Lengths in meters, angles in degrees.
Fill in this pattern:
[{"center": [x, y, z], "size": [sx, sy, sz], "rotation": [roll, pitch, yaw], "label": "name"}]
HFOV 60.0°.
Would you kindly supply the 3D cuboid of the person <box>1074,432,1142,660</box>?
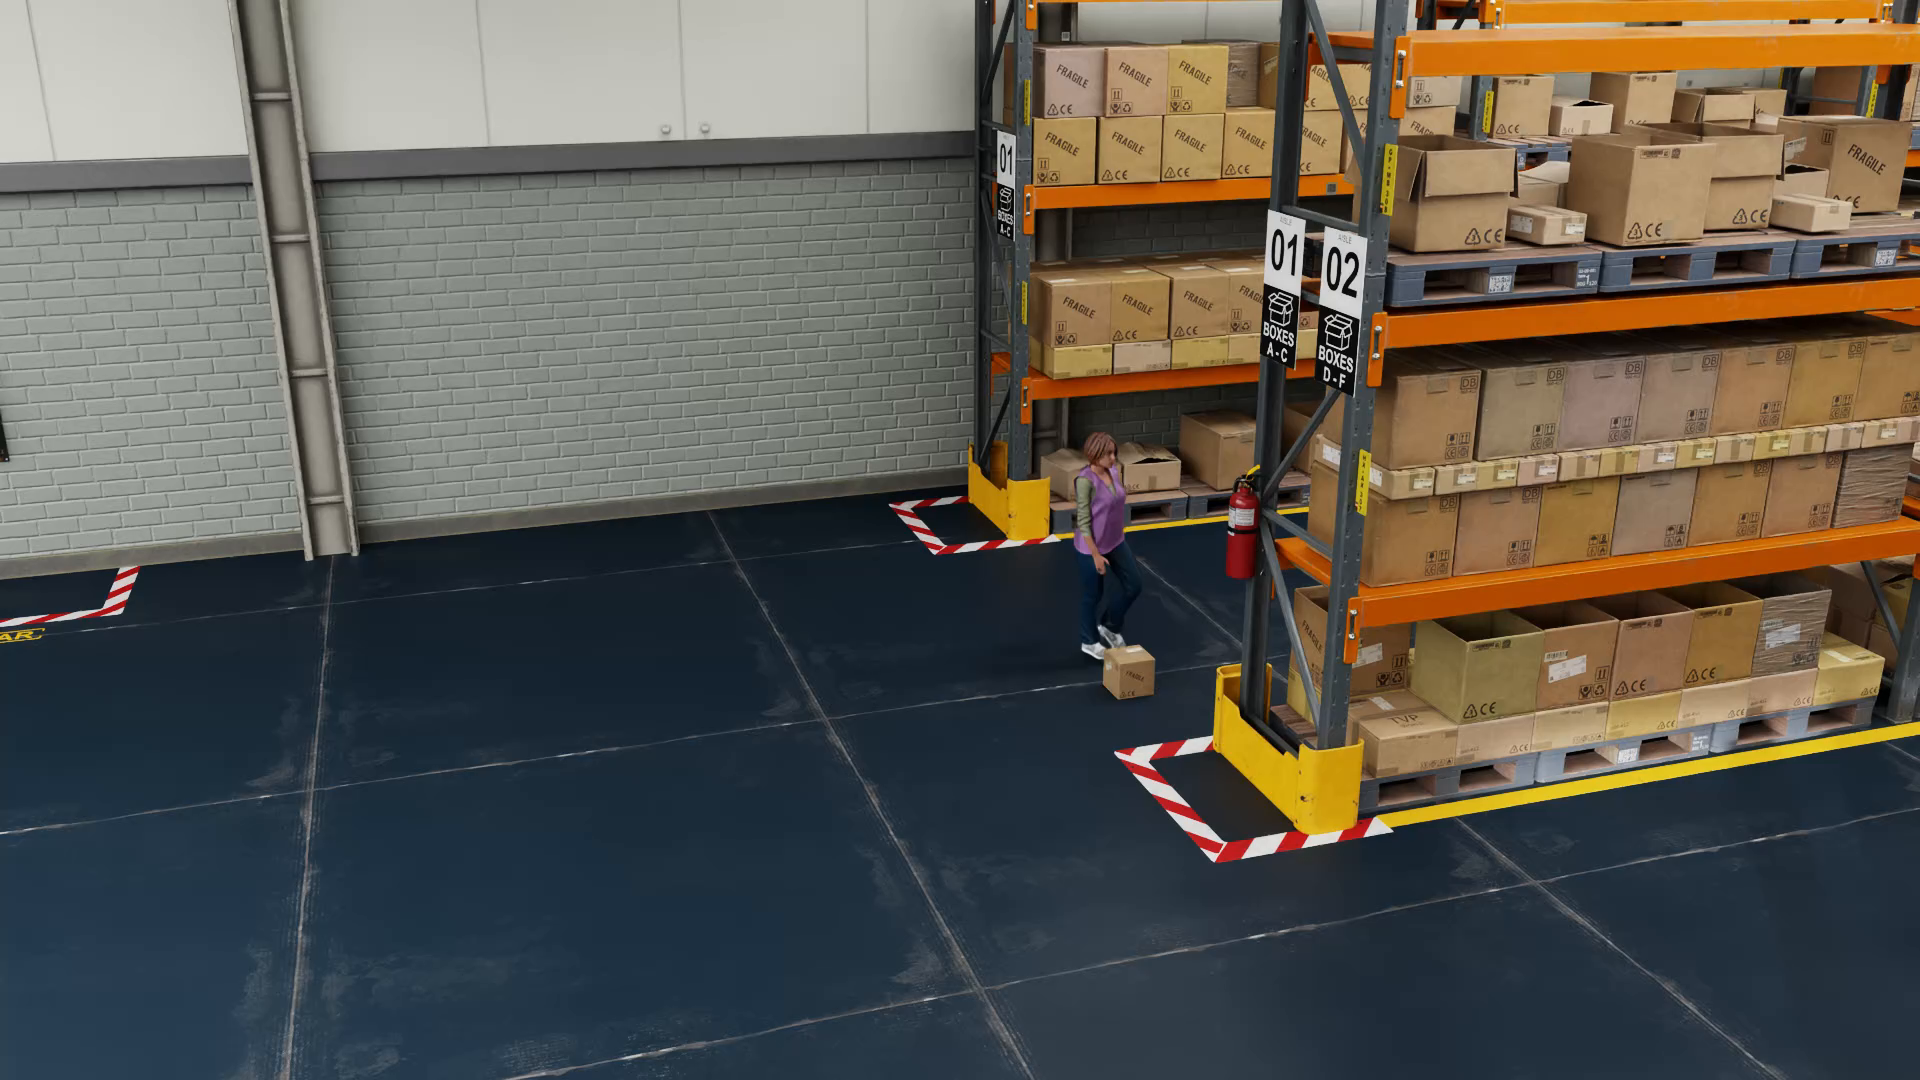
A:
[{"center": [0.933, 0.059, 10.871], "size": [0.472, 1.599, 0.444], "rotation": [-17, 26, -40], "label": "person"}]
